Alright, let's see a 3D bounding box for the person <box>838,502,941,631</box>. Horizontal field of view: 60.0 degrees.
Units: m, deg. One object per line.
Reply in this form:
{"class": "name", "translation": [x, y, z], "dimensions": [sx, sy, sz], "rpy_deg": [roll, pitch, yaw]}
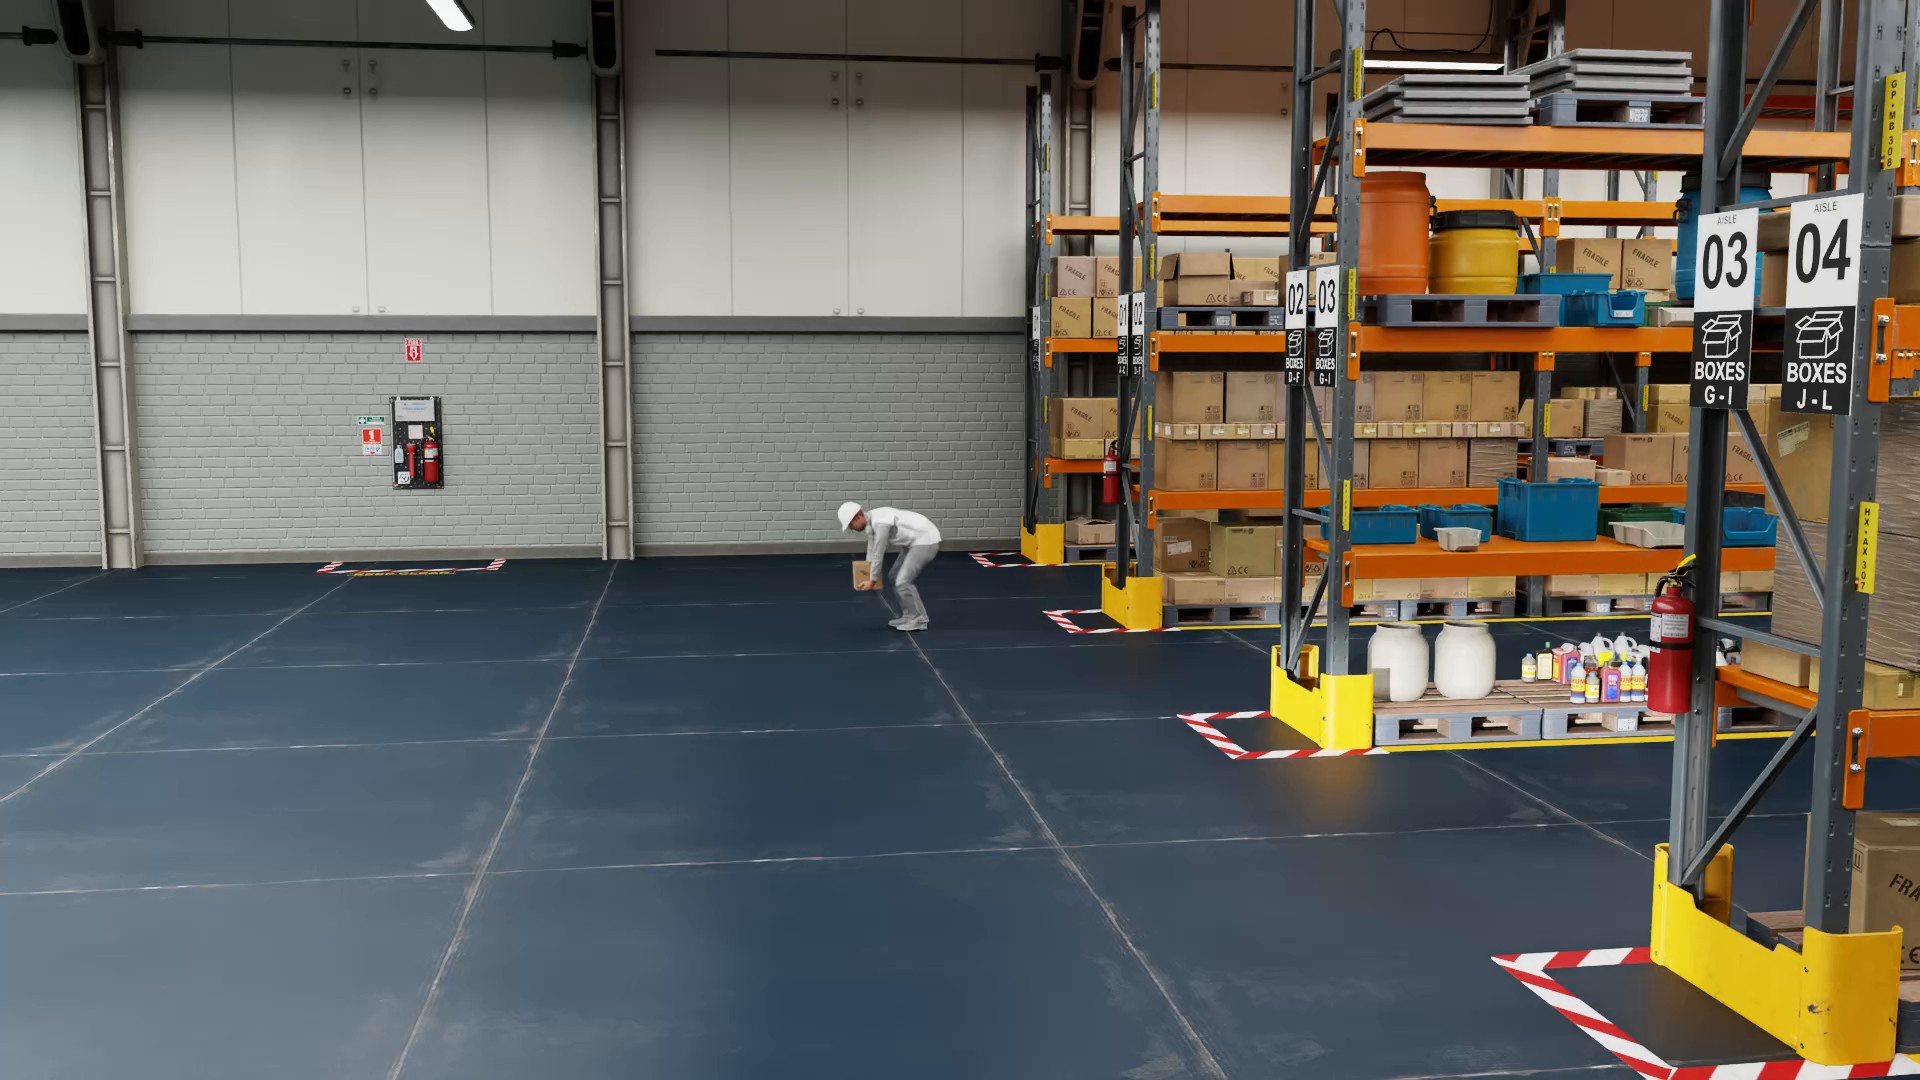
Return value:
{"class": "person", "translation": [-0.672, 0.243, 15.874], "dimensions": [0.975, 1.228, 0.473], "rpy_deg": [-1, 7, -11]}
